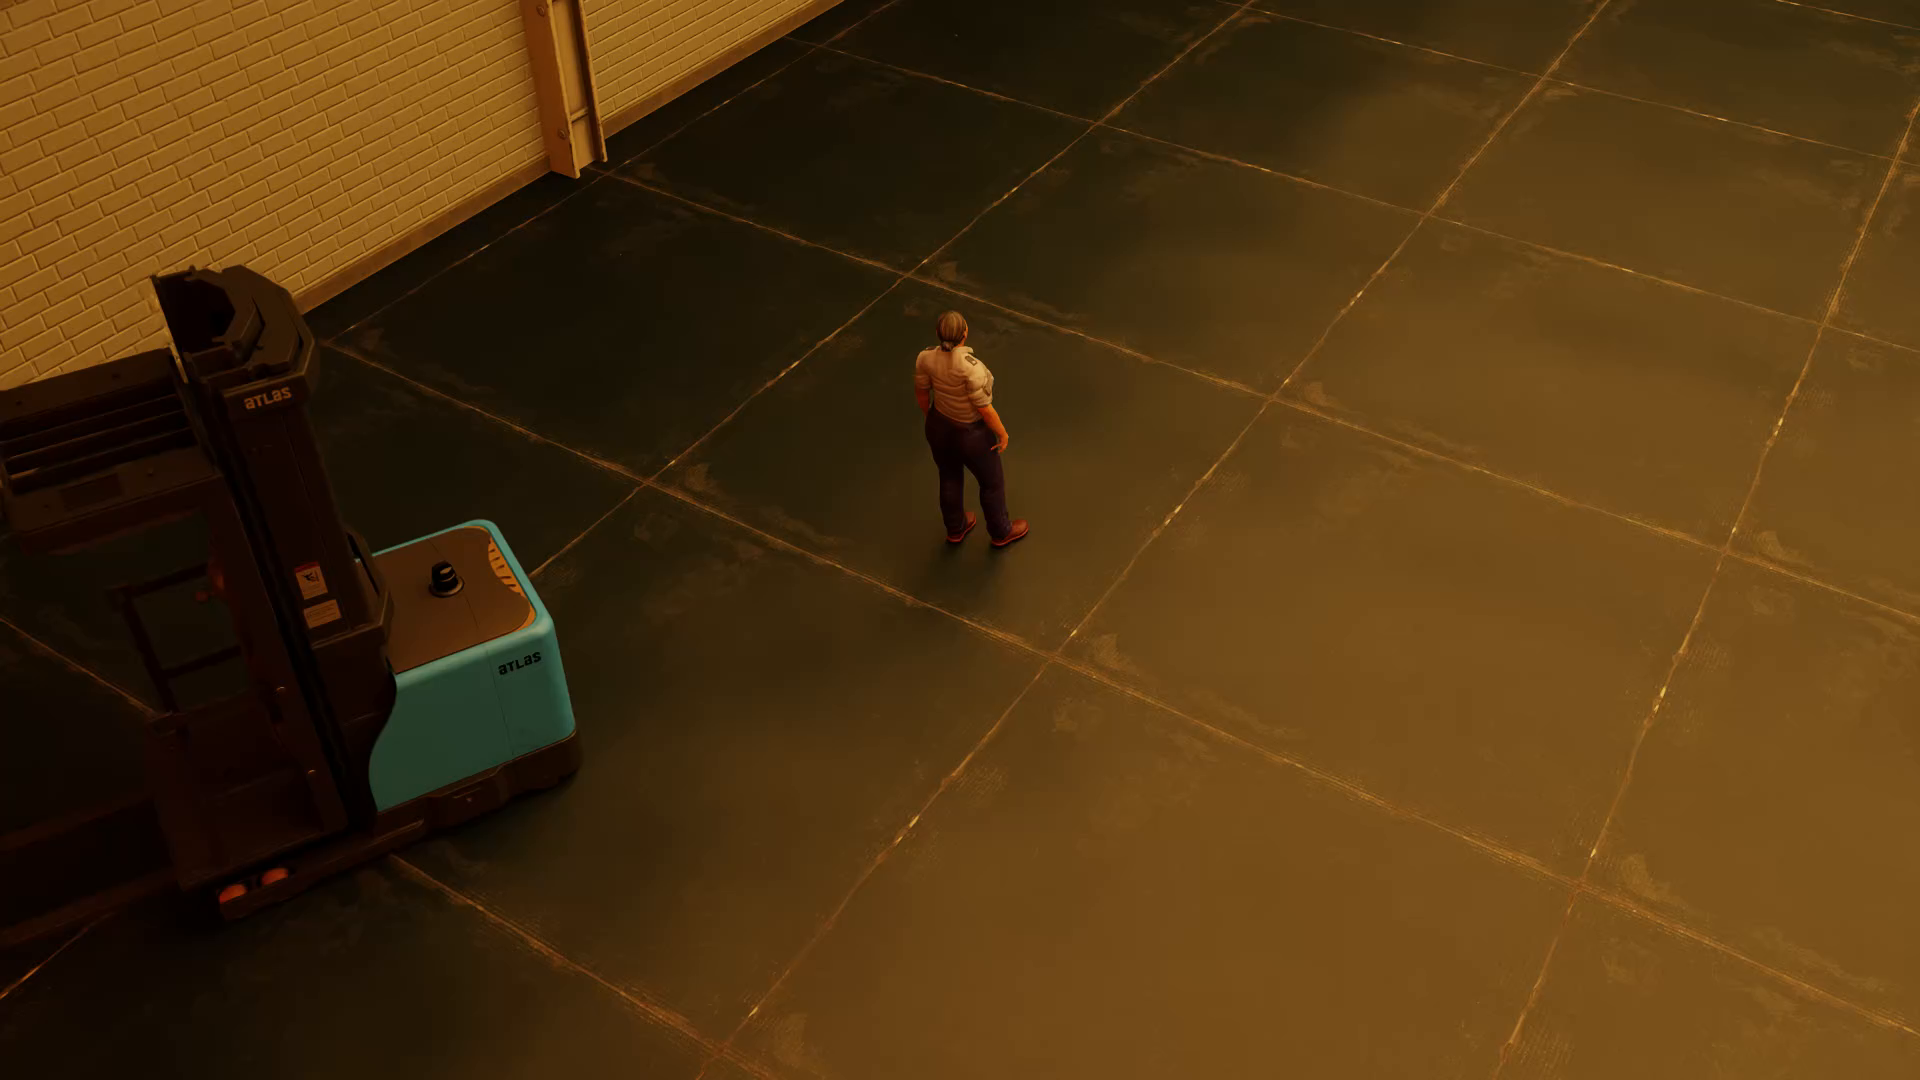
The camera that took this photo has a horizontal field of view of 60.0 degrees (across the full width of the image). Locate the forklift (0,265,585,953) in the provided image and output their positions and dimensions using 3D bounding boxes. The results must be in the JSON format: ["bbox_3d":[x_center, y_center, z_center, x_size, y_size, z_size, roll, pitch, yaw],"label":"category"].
[{"bbox_3d":[-3.509,0.322,7.586,3.031,2.935,1.130,-21,45,-23],"label":"forklift"}]

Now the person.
[{"bbox_3d":[0.067,-0.676,9.744,0.598,1.651,0.503,22,45,24],"label":"person"}]
